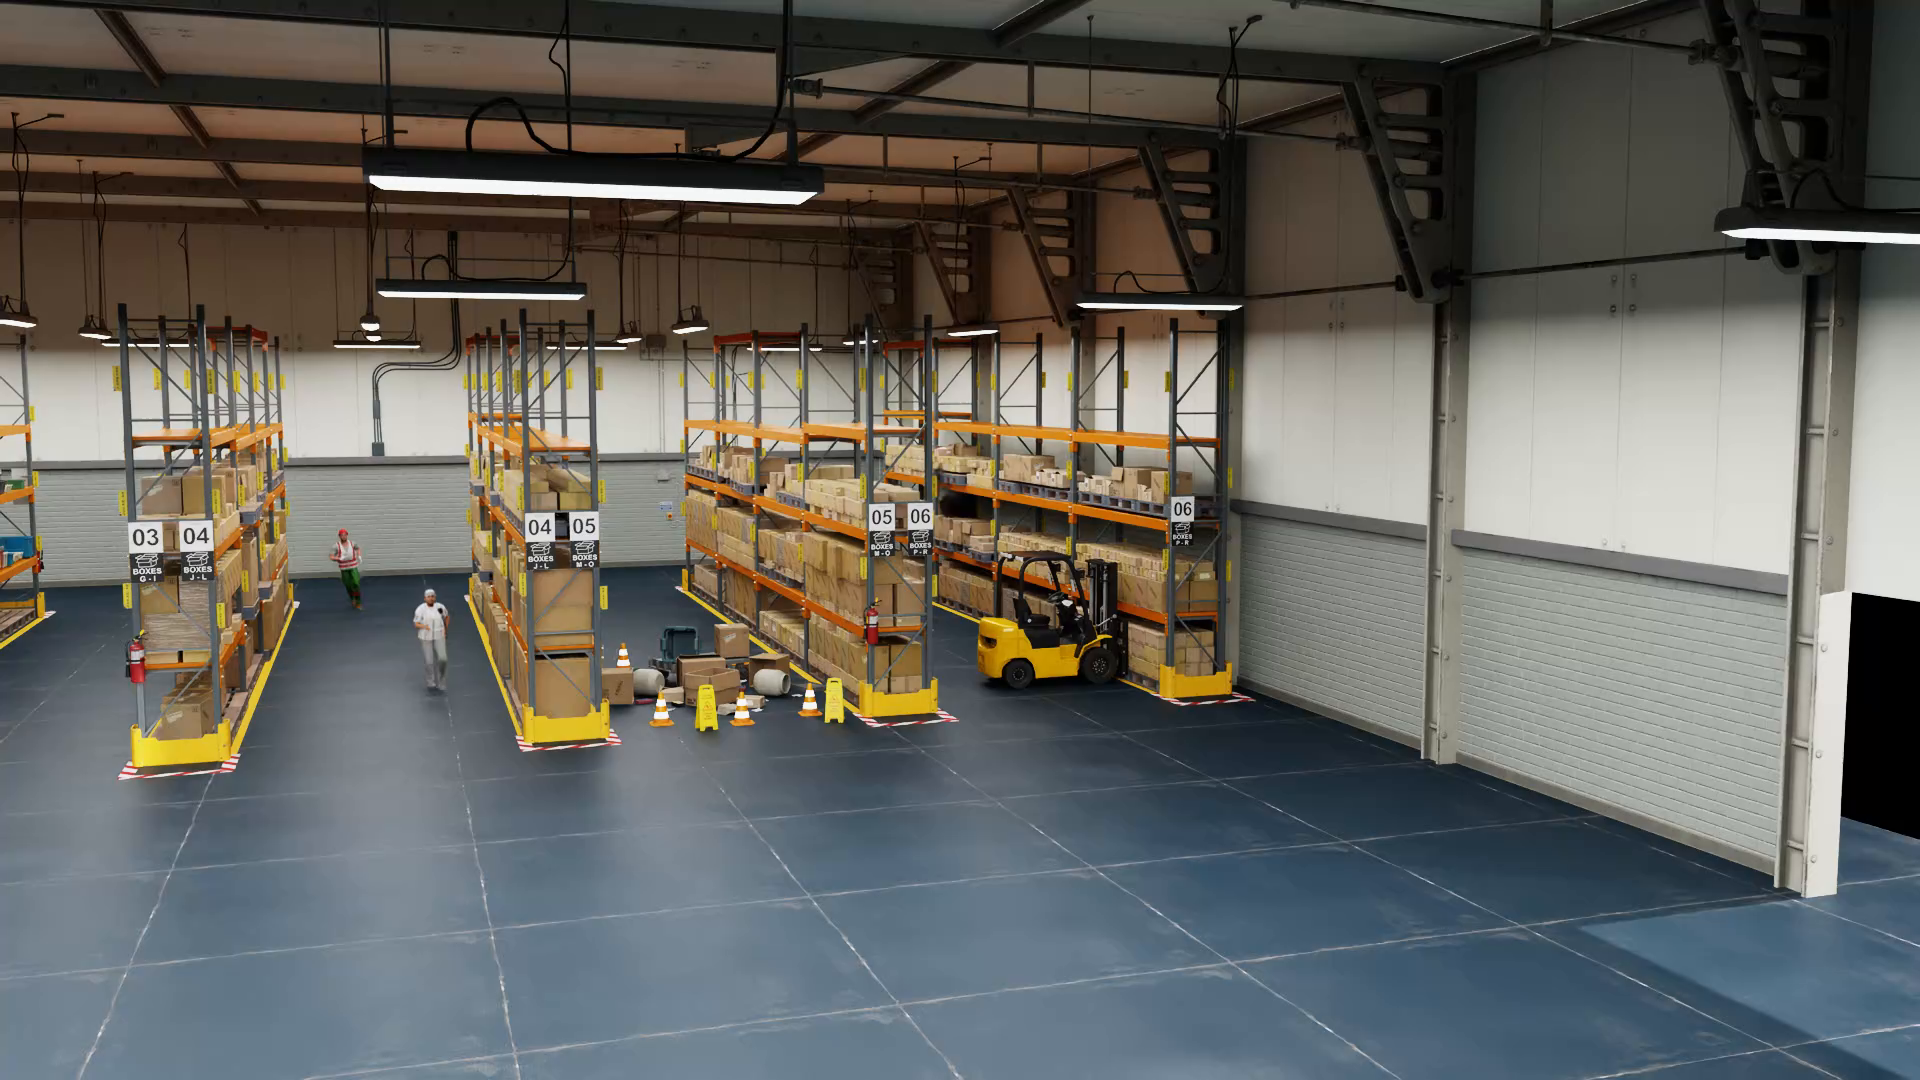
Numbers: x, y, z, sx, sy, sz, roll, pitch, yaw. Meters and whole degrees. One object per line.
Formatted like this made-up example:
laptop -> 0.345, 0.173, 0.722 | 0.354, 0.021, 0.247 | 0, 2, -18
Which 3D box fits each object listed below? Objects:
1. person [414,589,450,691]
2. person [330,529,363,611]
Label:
person -> -8.558, 1.631, 27.003 | 0.580, 1.680, 0.685 | -2, 6, -23
person -> -13.543, 0.657, 36.706 | 0.679, 1.812, 0.898 | -2, 6, -24
